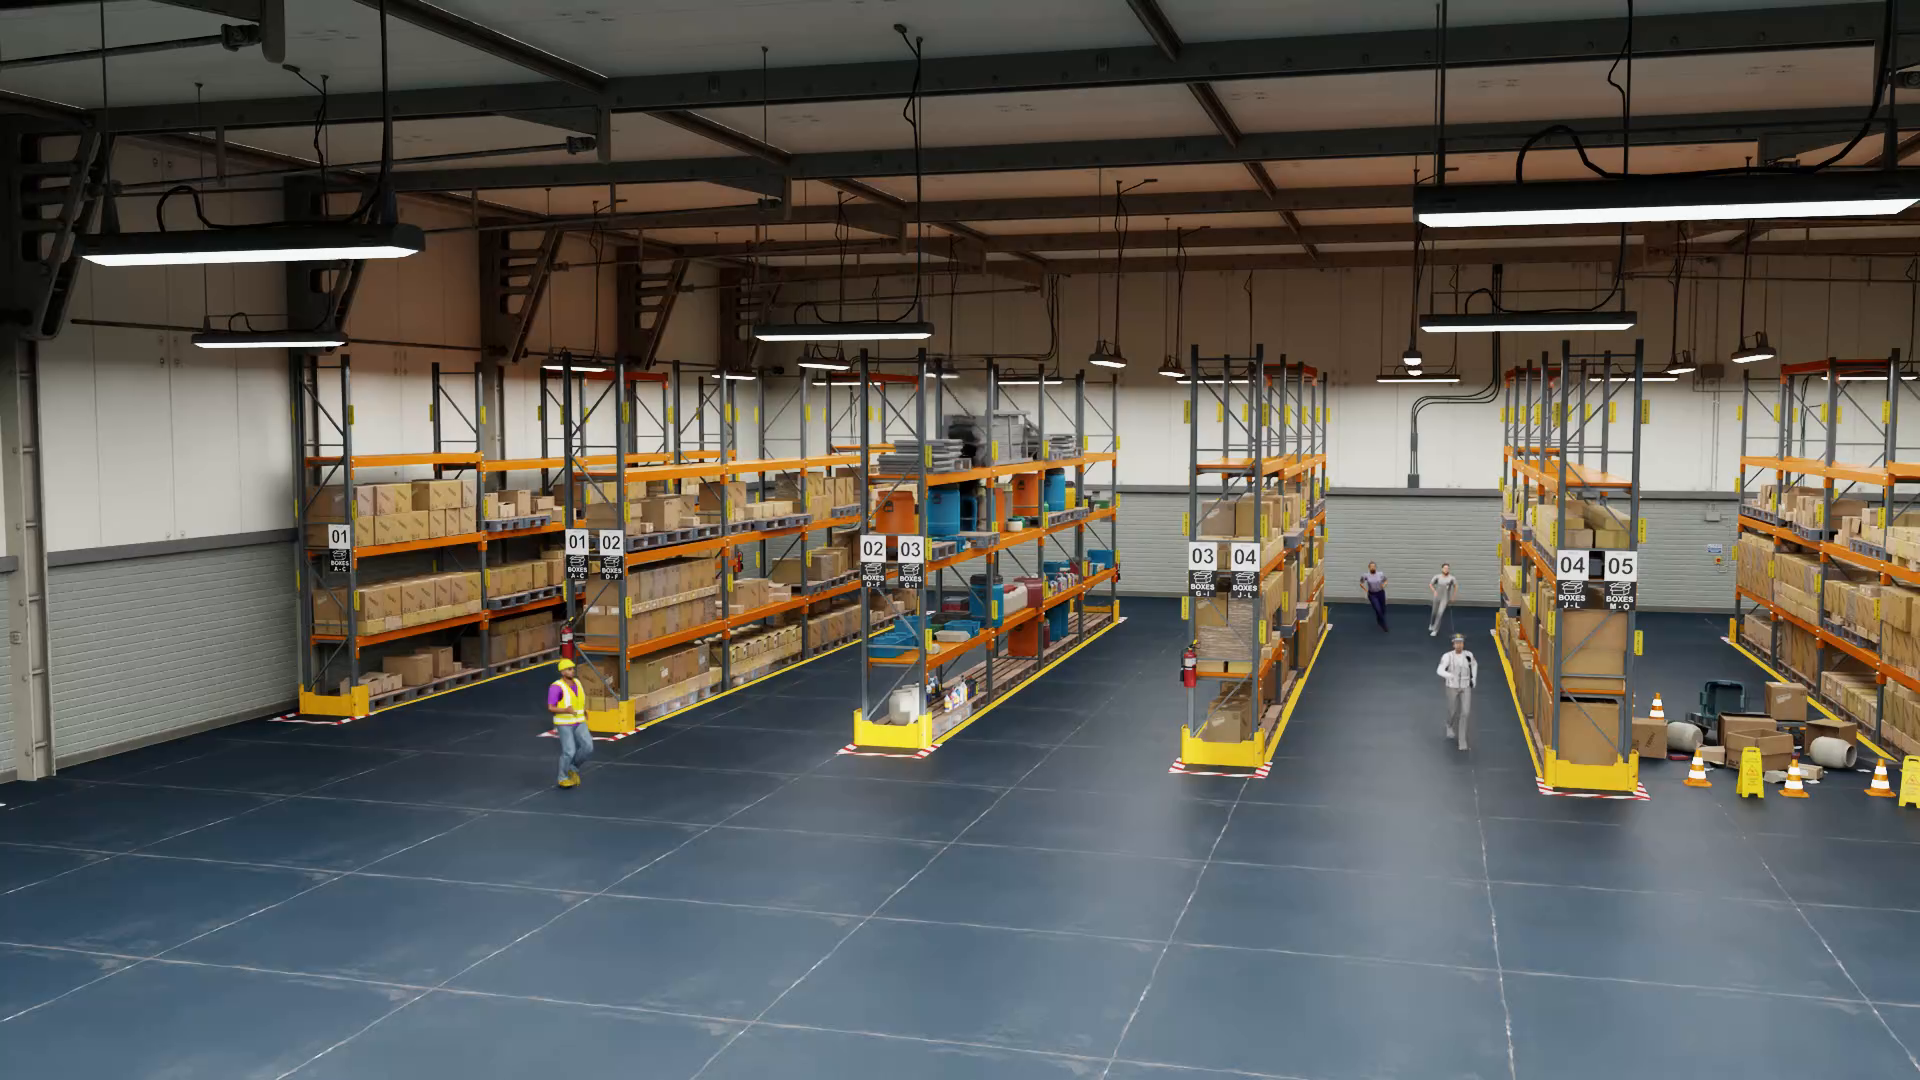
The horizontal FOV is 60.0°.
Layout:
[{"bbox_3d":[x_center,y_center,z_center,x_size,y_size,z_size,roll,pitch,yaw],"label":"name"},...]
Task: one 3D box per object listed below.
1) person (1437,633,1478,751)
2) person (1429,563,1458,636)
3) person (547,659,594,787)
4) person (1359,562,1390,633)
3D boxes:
[{"bbox_3d":[7.549,2.266,25.217,0.619,1.728,0.885,1,4,9],"label":"person"},{"bbox_3d":[10.970,1.343,37.781,0.621,1.628,0.913,2,5,20],"label":"person"},{"bbox_3d":[-5.176,2.457,22.270,0.617,1.733,0.682,3,5,38],"label":"person"},{"bbox_3d":[9.654,1.310,38.728,0.652,1.620,0.878,0,4,-4],"label":"person"}]
